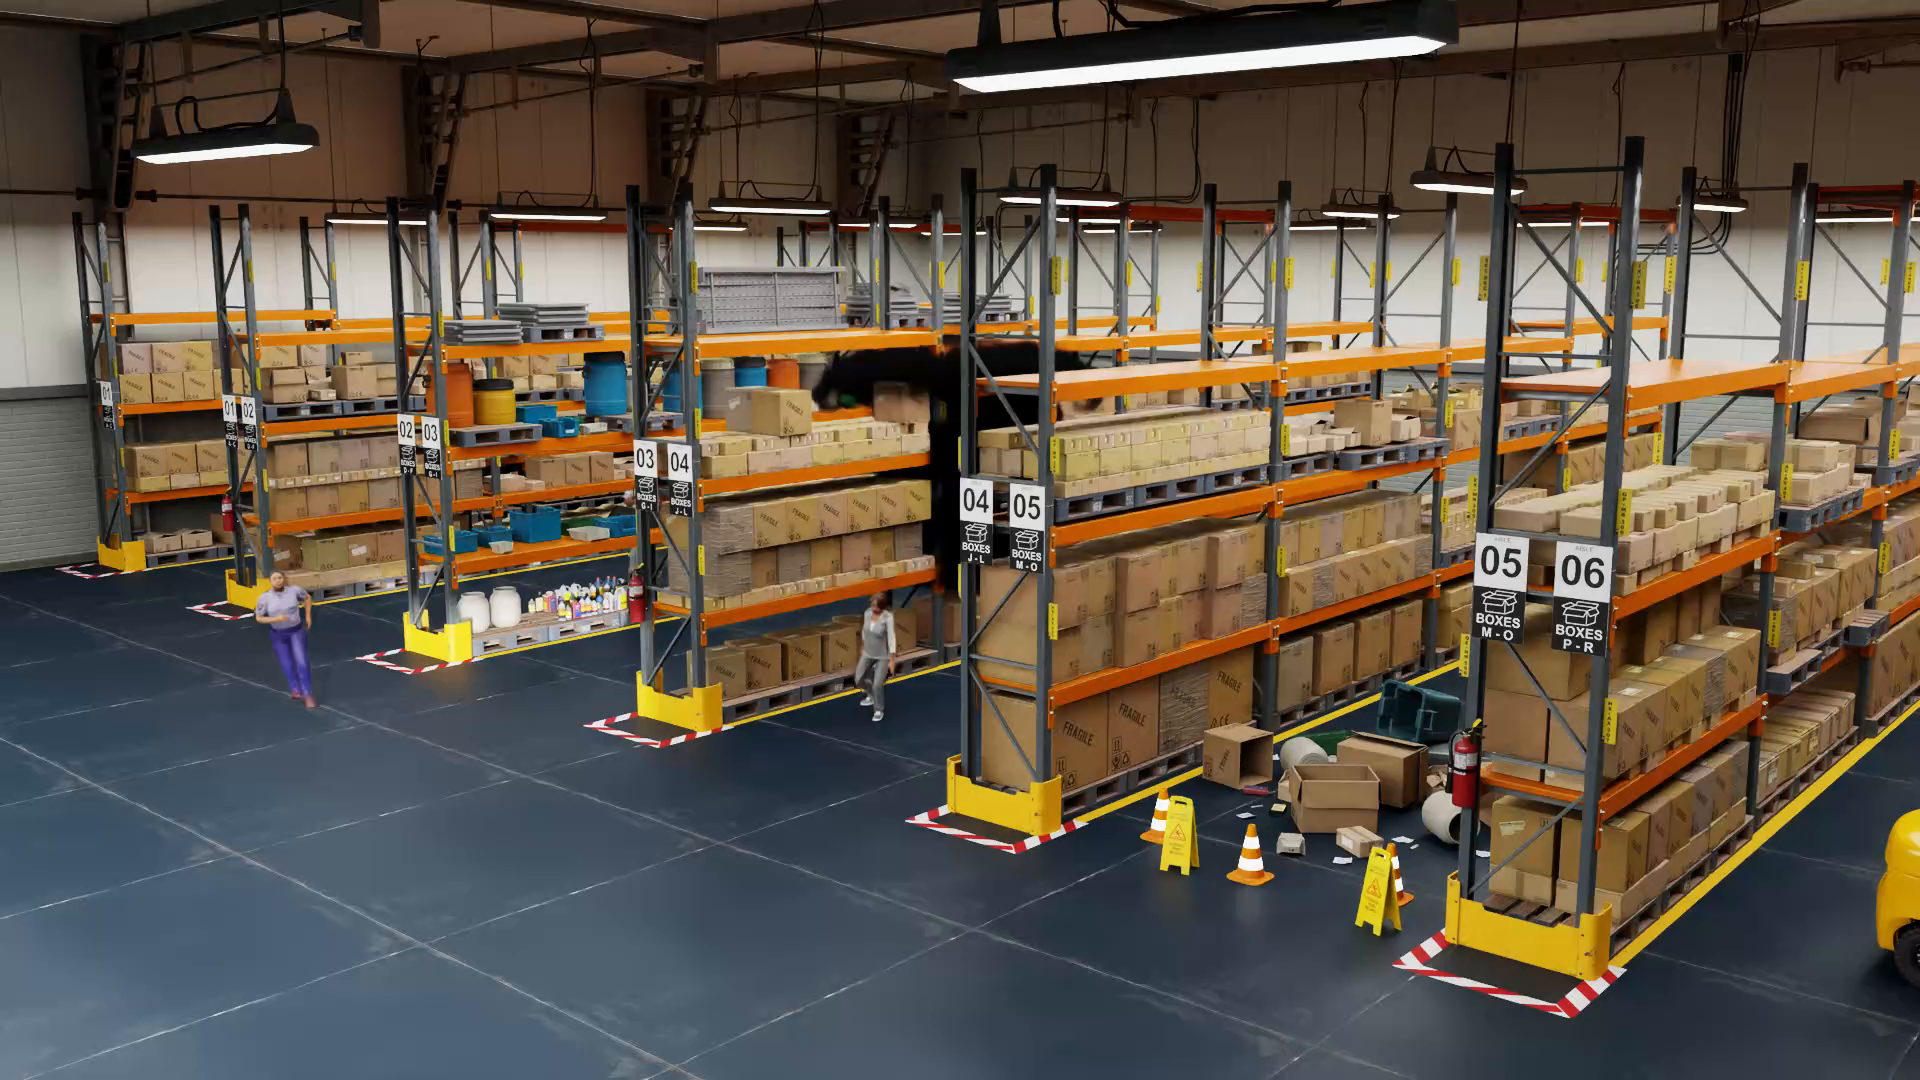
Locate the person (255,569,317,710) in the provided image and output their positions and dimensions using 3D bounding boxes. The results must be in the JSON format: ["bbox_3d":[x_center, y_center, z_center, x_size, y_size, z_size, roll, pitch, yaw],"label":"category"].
[{"bbox_3d":[-7.904,1.159,19.505,0.611,1.684,0.671,-3,10,-18],"label":"person"}]

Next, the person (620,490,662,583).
[{"bbox_3d":[-5.062,0.006,26.197,0.561,1.640,0.979,8,12,39],"label":"person"}]

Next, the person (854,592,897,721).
[{"bbox_3d":[-0.921,1.296,18.820,0.669,1.526,0.575,5,11,28],"label":"person"}]
